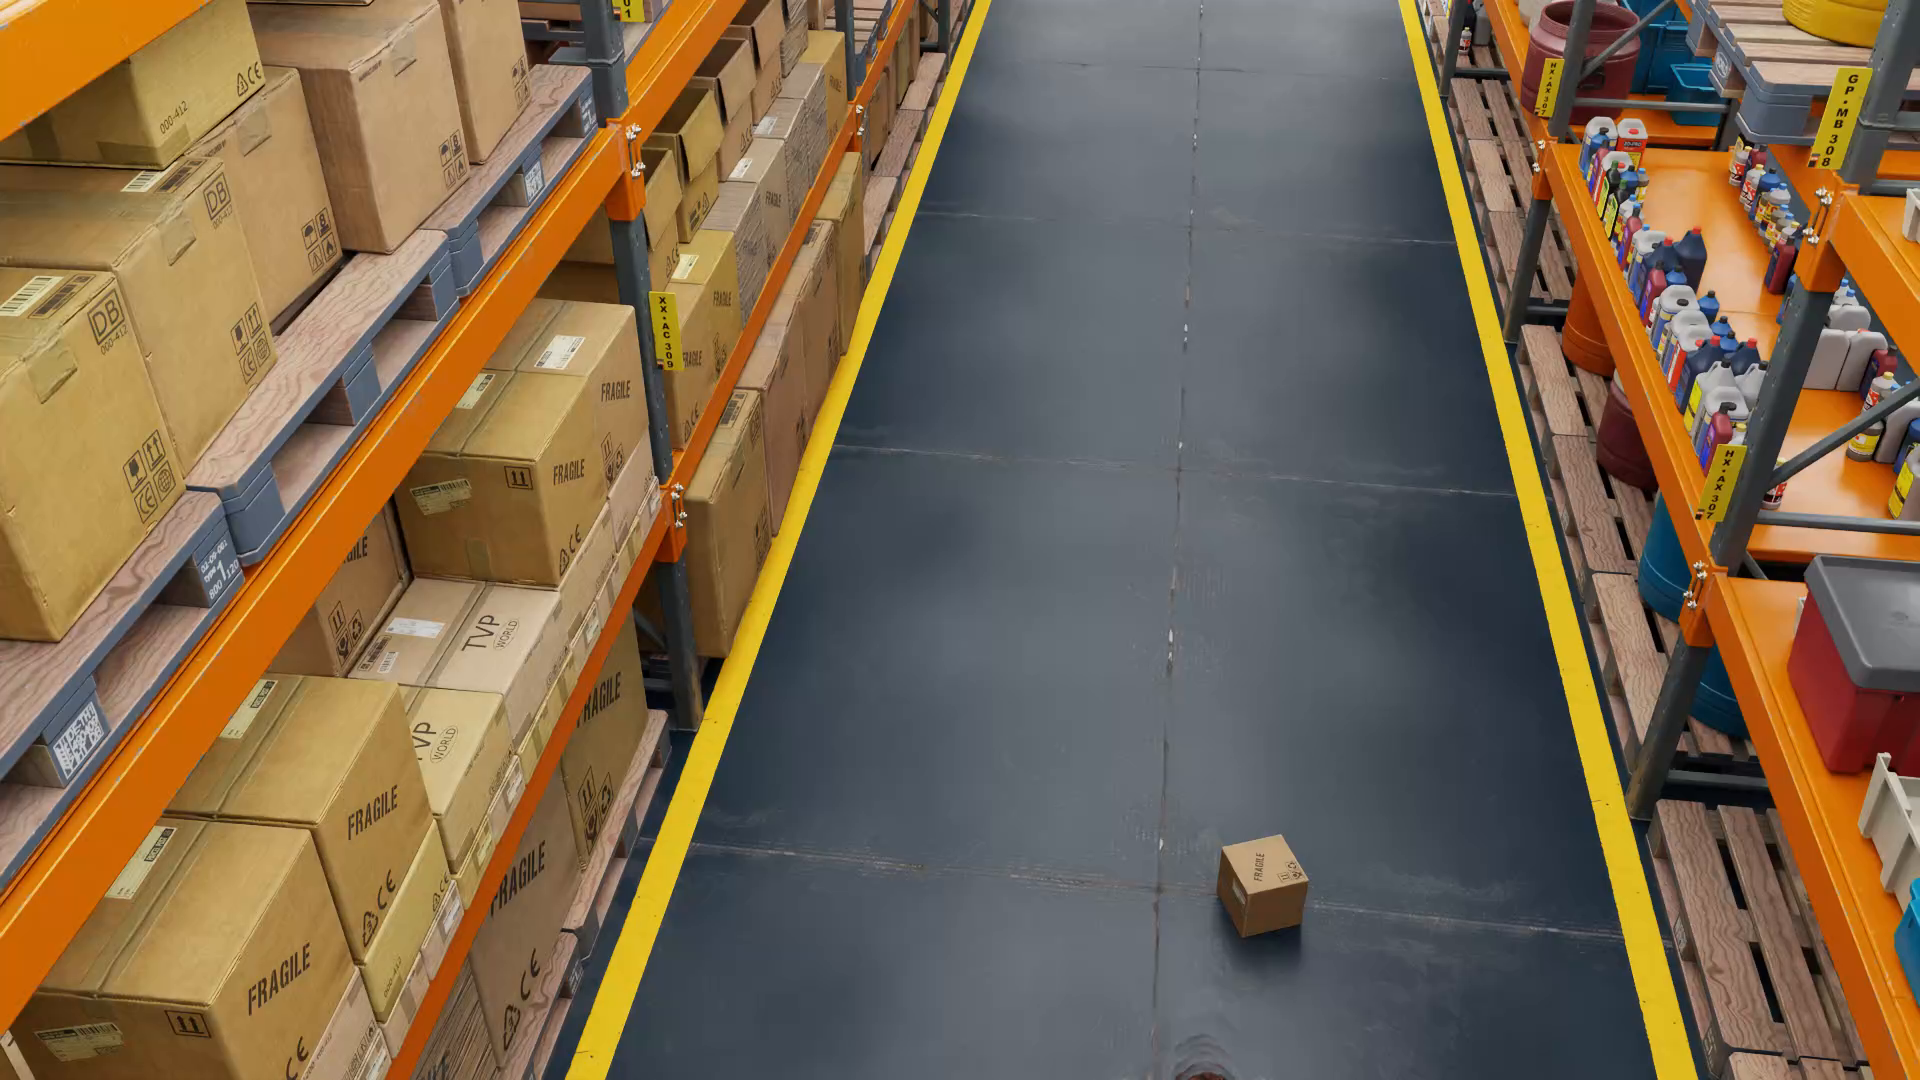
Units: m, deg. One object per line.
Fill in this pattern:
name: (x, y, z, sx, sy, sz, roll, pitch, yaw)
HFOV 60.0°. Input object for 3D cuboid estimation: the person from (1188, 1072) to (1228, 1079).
person: (0.589, 2.012, 4.315, 0.446, 1.723, 0.517, 0, 36, 0)
